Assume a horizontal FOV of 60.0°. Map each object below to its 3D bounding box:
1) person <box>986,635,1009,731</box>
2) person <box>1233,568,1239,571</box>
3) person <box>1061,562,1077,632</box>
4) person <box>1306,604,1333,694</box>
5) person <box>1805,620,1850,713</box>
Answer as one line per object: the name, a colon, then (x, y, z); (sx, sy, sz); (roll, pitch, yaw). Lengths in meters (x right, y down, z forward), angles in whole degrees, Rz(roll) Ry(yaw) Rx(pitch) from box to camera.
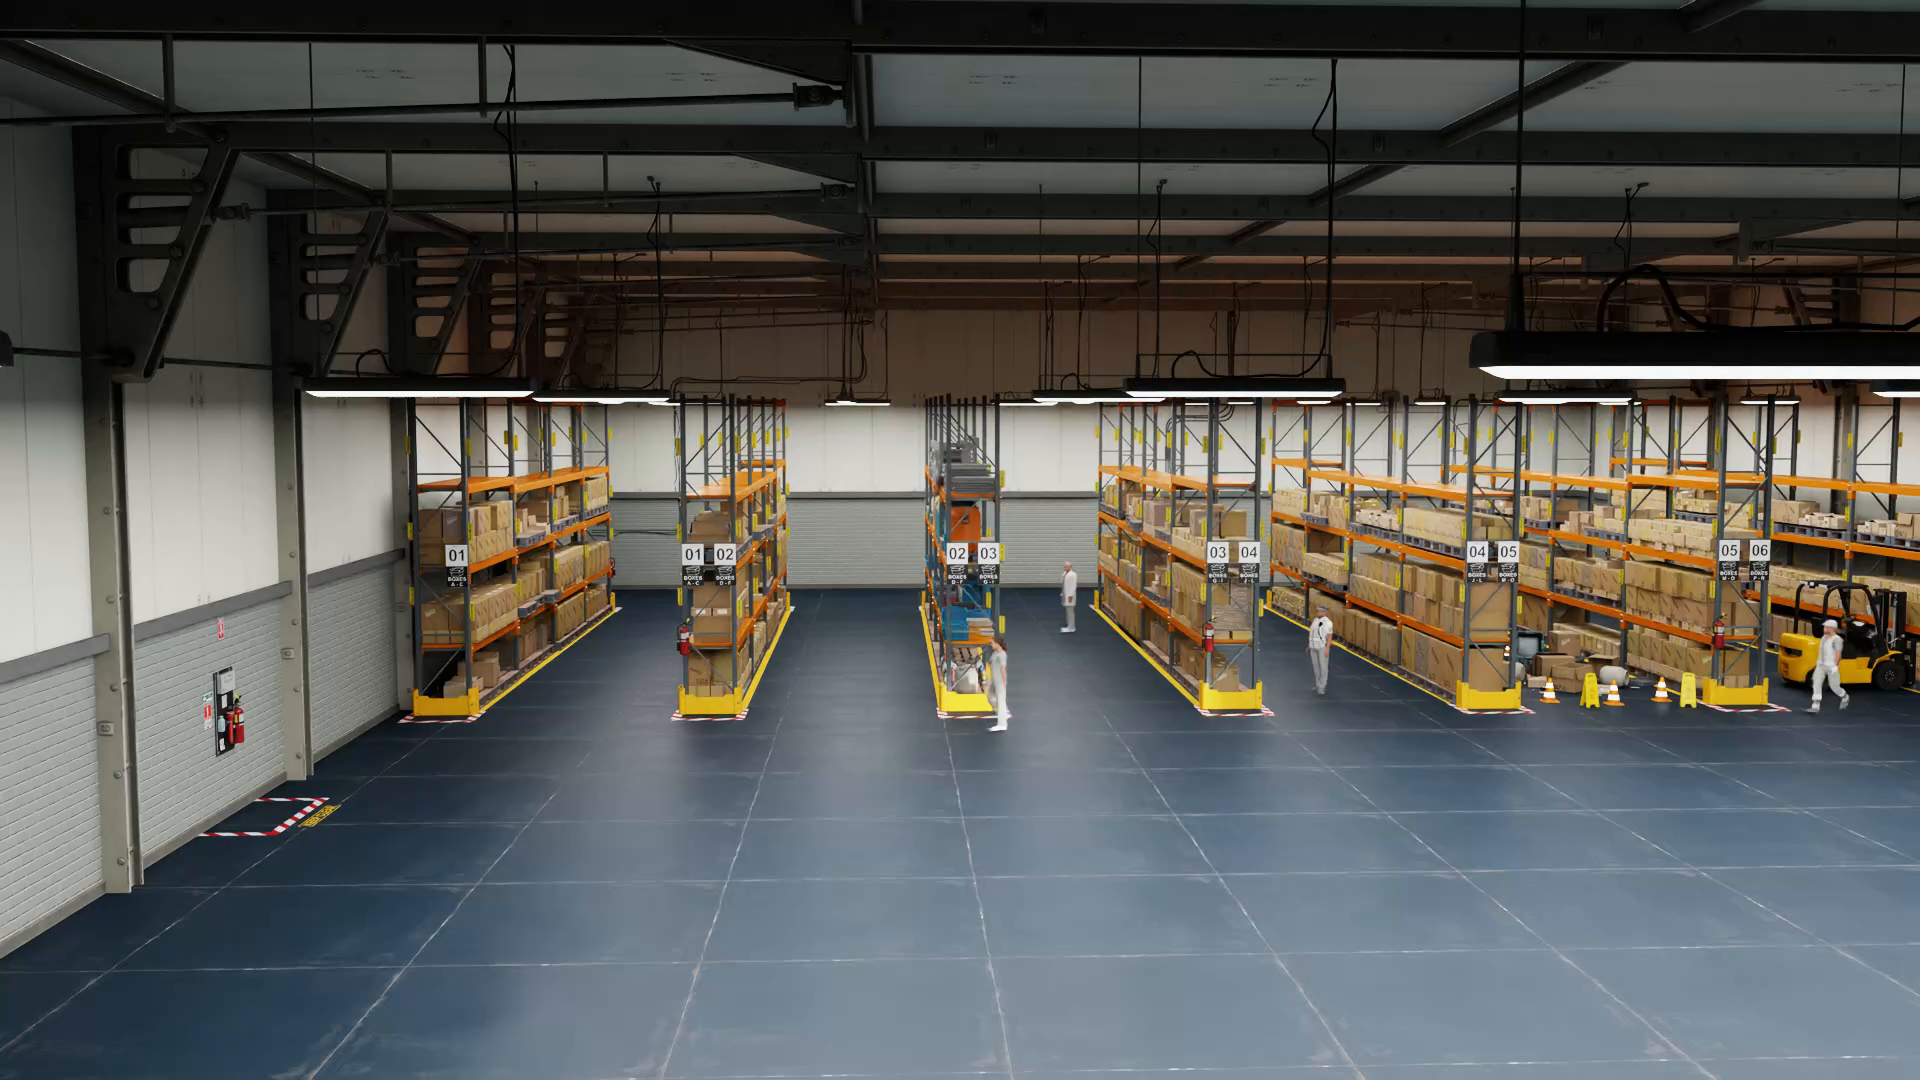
person: (0.691, 2.525, 29.663); (0.445, 1.676, 0.530); (-1, 5, -17)
person: (7.868, 1.171, 48.054); (0.482, 1.503, 0.969); (1, 5, 7)
person: (2.756, 1.457, 42.578); (0.410, 1.785, 0.608); (-2, 5, -24)
person: (7.249, 2.196, 33.587); (0.523, 1.796, 0.556); (-4, 6, -43)
person: (16.333, 2.378, 31.218); (0.875, 1.771, 0.509); (-2, 5, -29)
